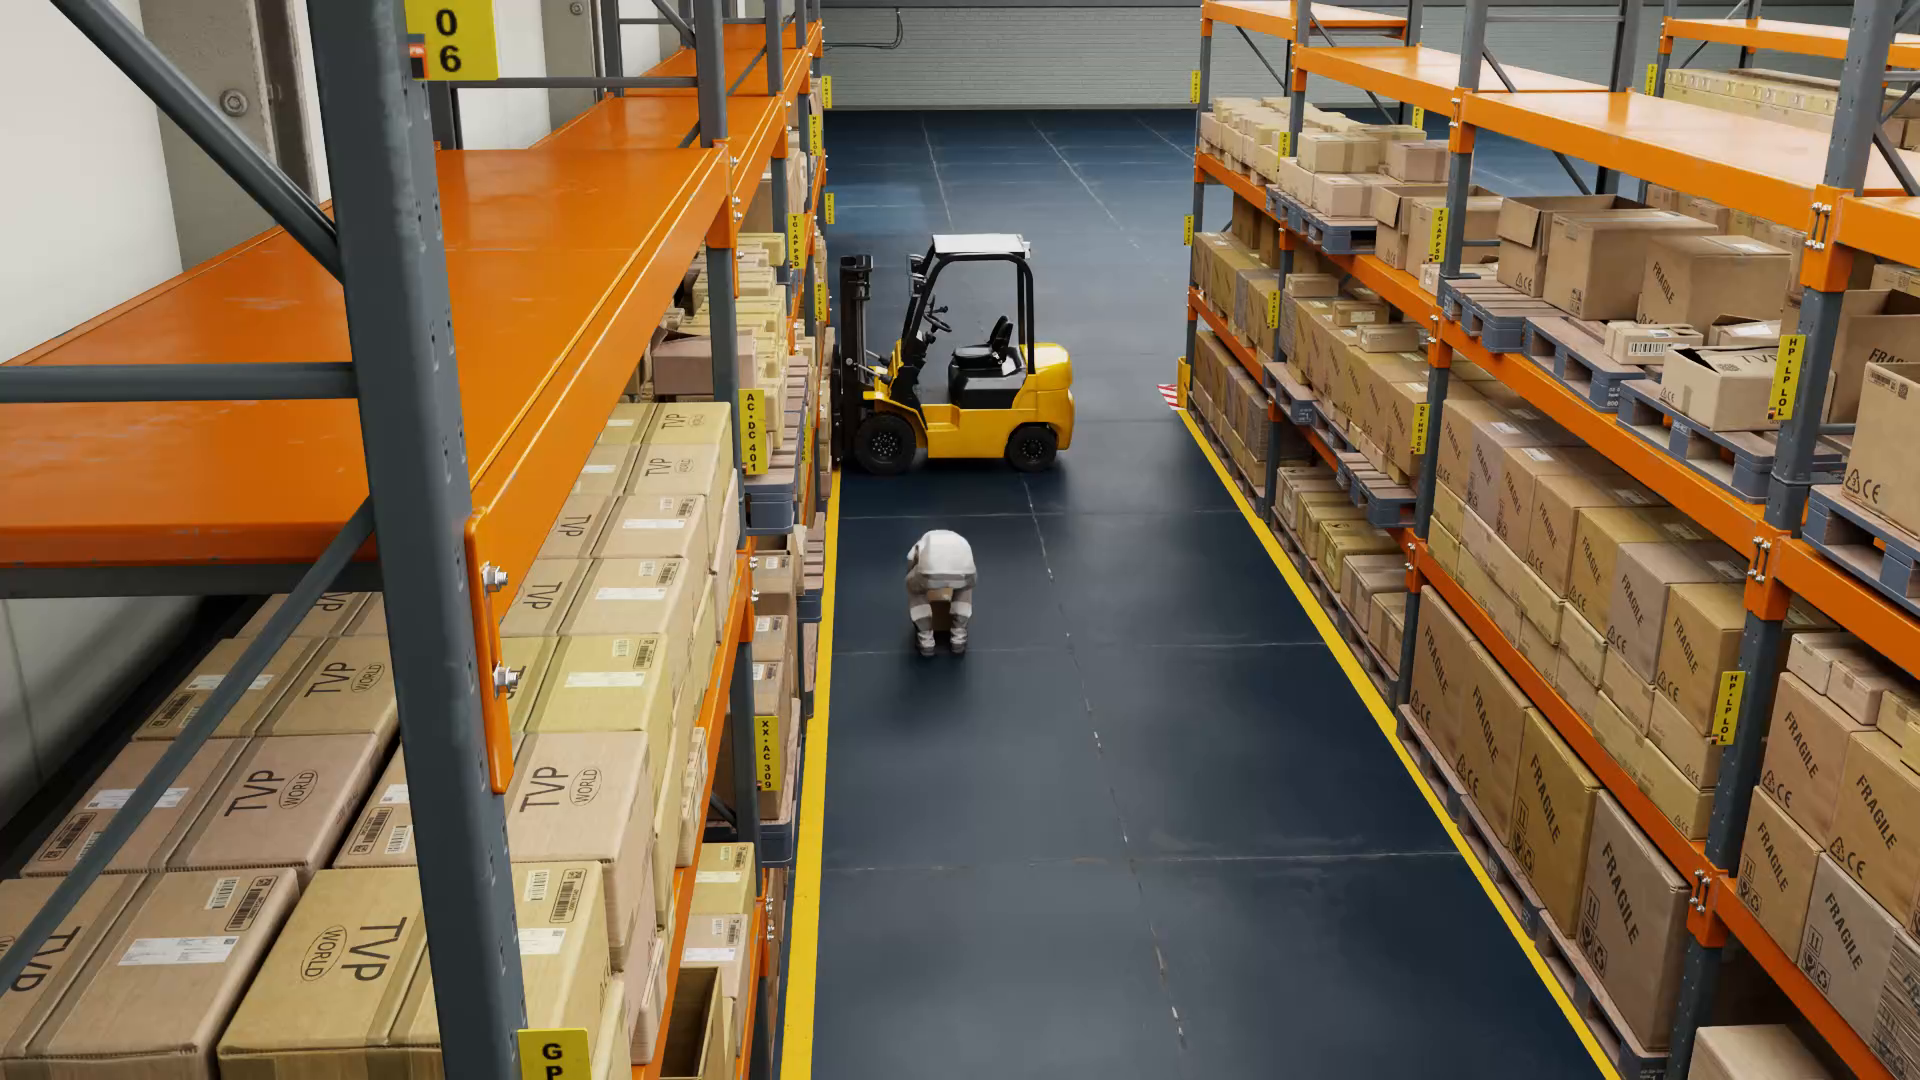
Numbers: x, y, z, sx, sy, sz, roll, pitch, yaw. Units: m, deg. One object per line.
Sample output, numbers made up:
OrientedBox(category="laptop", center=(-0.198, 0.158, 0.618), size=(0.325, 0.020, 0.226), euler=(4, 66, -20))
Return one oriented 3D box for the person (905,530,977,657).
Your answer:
OrientedBox(category="person", center=(-0.147, 0.331, 12.280), size=(0.531, 0.925, 0.954), euler=(-2, 20, -5))
